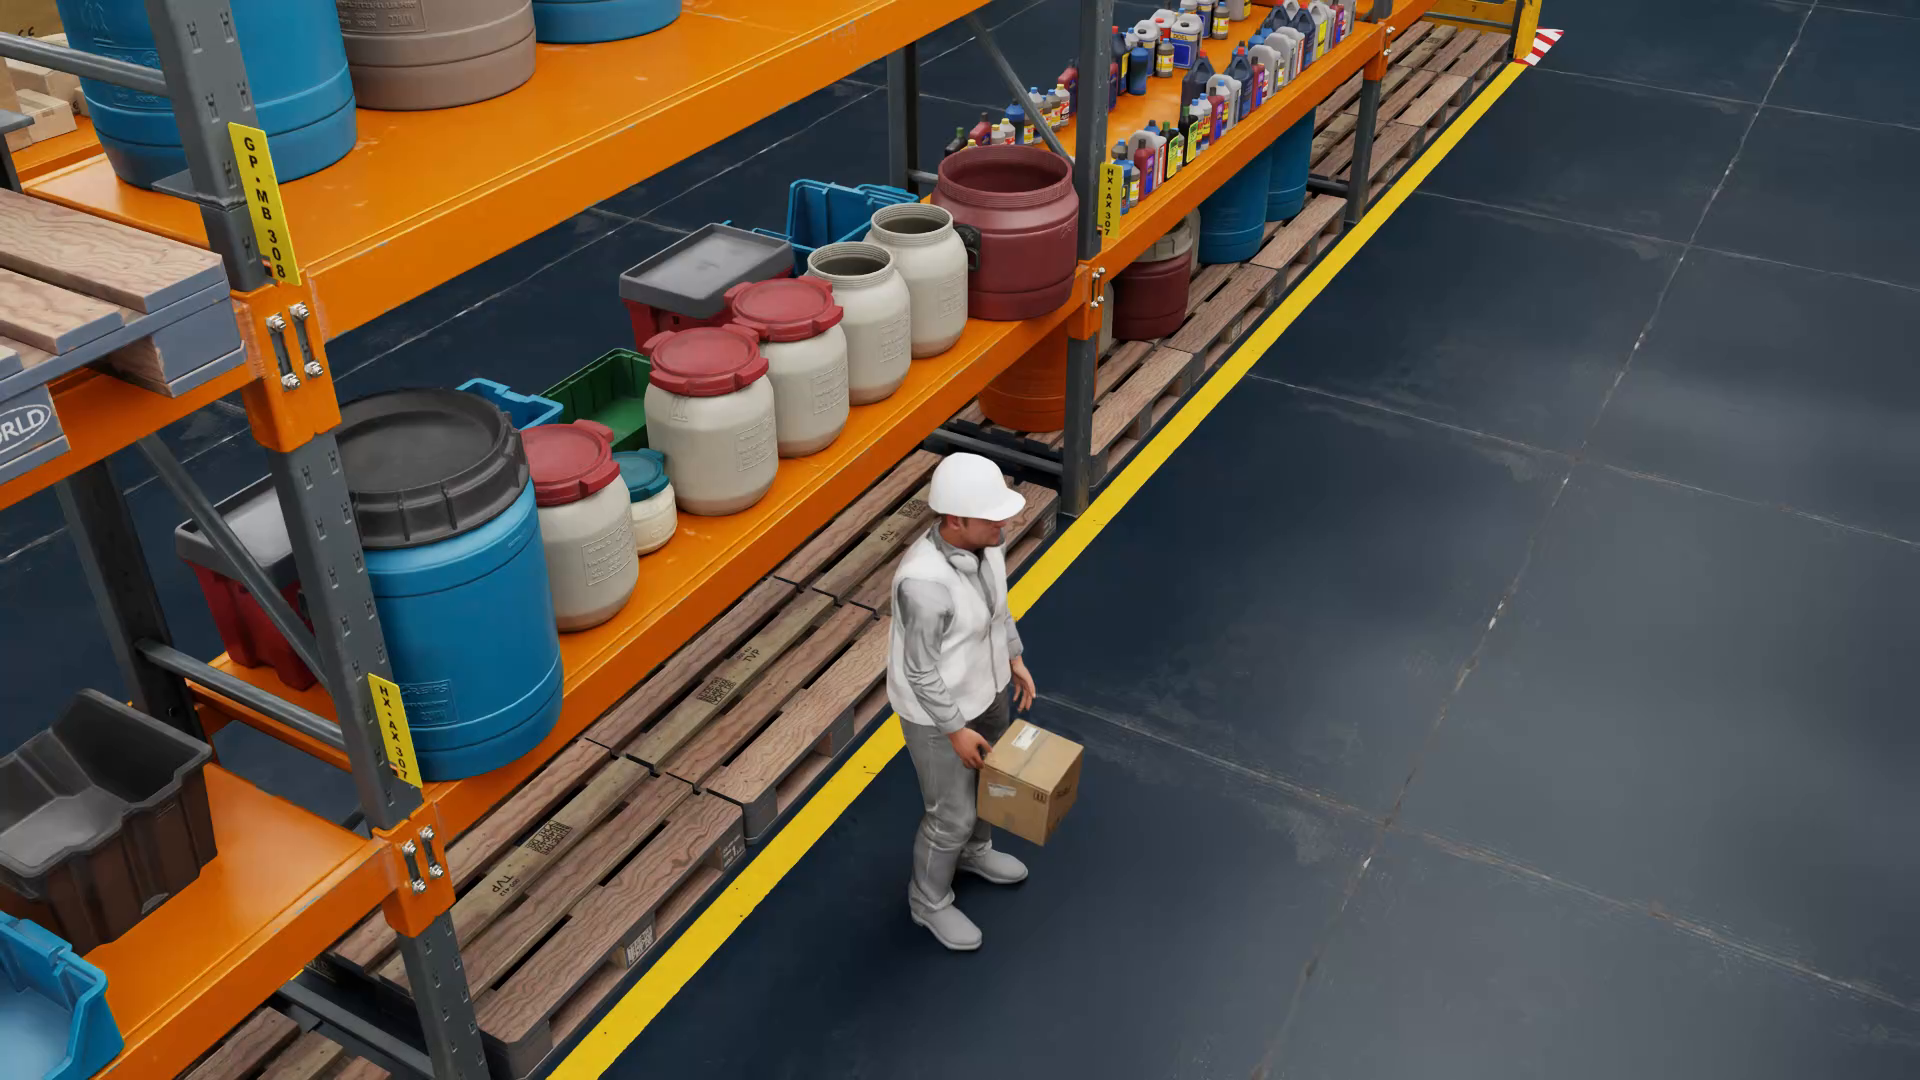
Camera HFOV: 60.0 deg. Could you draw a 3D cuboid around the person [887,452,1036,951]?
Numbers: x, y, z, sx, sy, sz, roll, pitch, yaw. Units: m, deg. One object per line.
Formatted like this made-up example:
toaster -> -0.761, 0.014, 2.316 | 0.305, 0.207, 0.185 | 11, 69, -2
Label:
person -> -0.009, 0.491, 5.383 | 0.423, 1.777, 0.555 | 17, 37, 23
